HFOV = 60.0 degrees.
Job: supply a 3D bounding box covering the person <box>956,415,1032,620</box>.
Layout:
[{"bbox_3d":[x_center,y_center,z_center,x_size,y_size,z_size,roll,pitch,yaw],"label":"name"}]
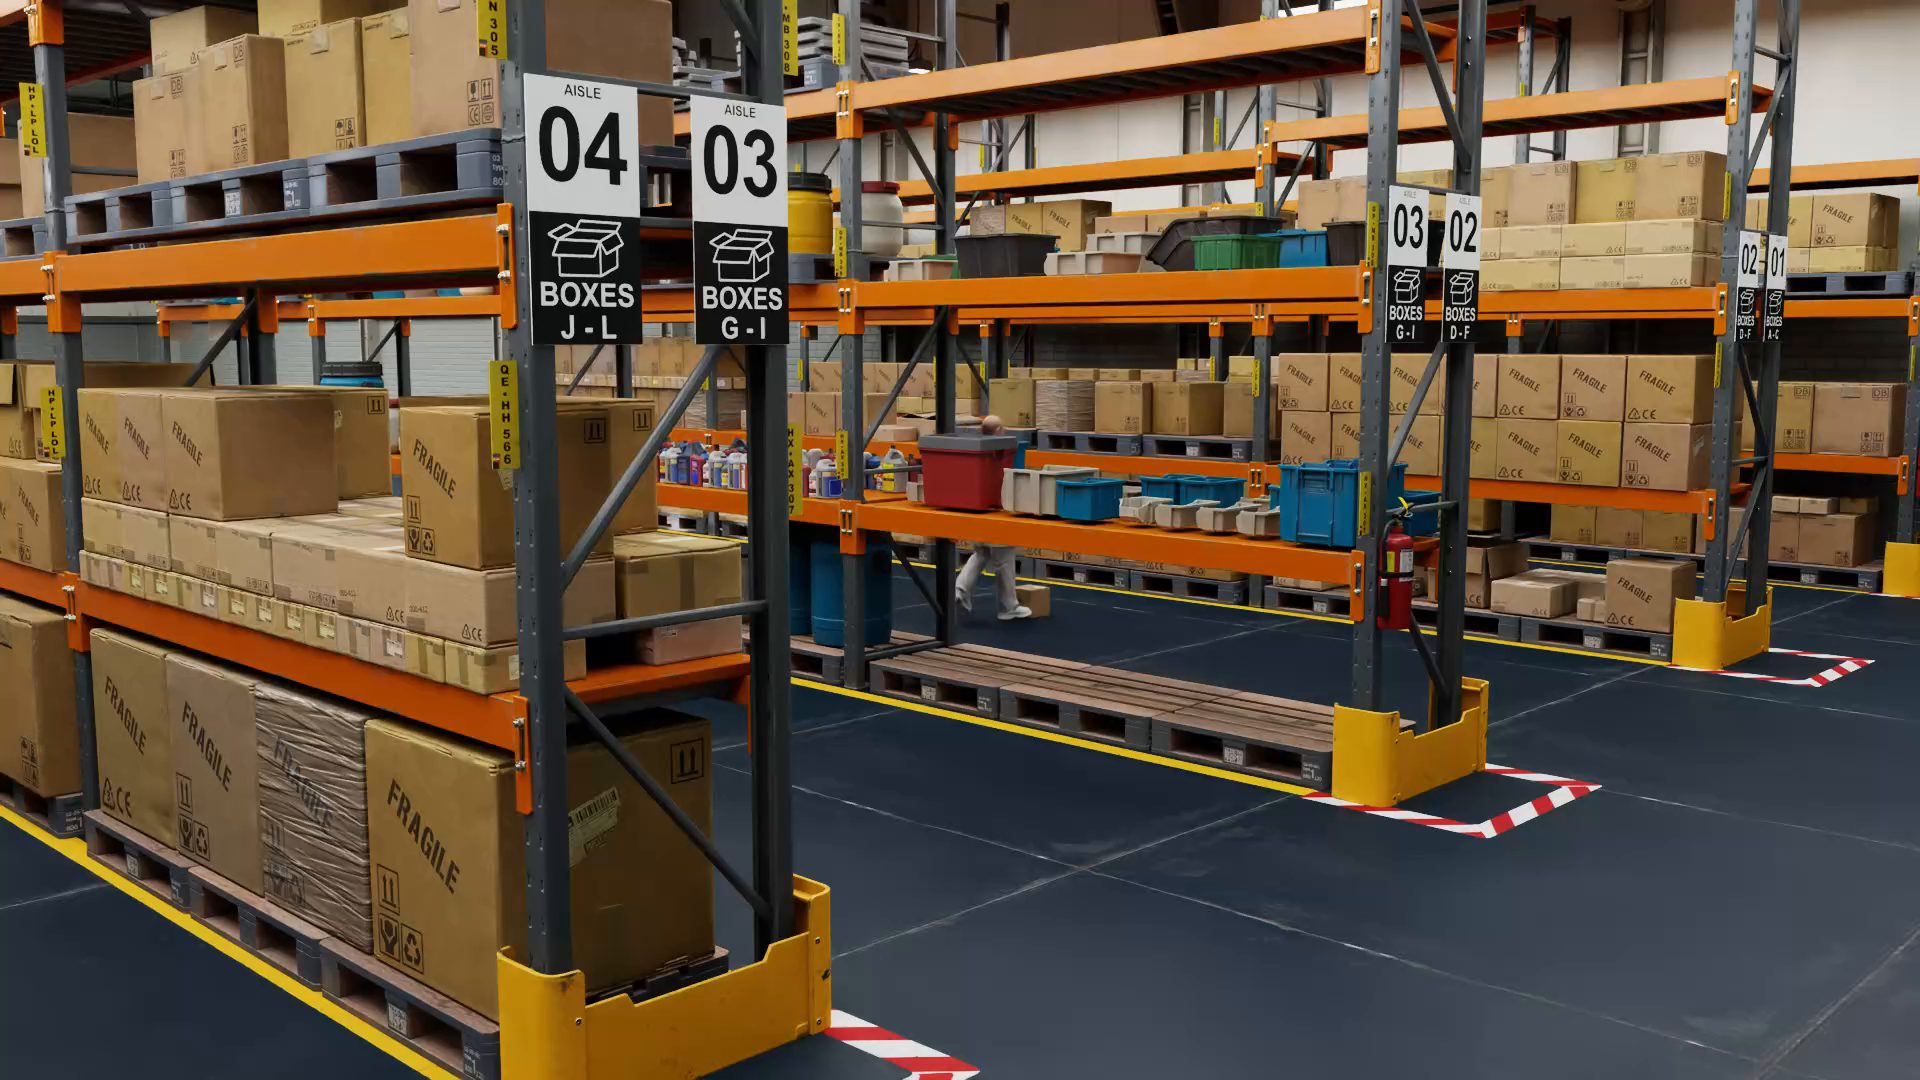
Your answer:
[{"bbox_3d":[0.272,-0.192,14.247,0.626,1.766,0.764,5,9,38],"label":"person"}]
